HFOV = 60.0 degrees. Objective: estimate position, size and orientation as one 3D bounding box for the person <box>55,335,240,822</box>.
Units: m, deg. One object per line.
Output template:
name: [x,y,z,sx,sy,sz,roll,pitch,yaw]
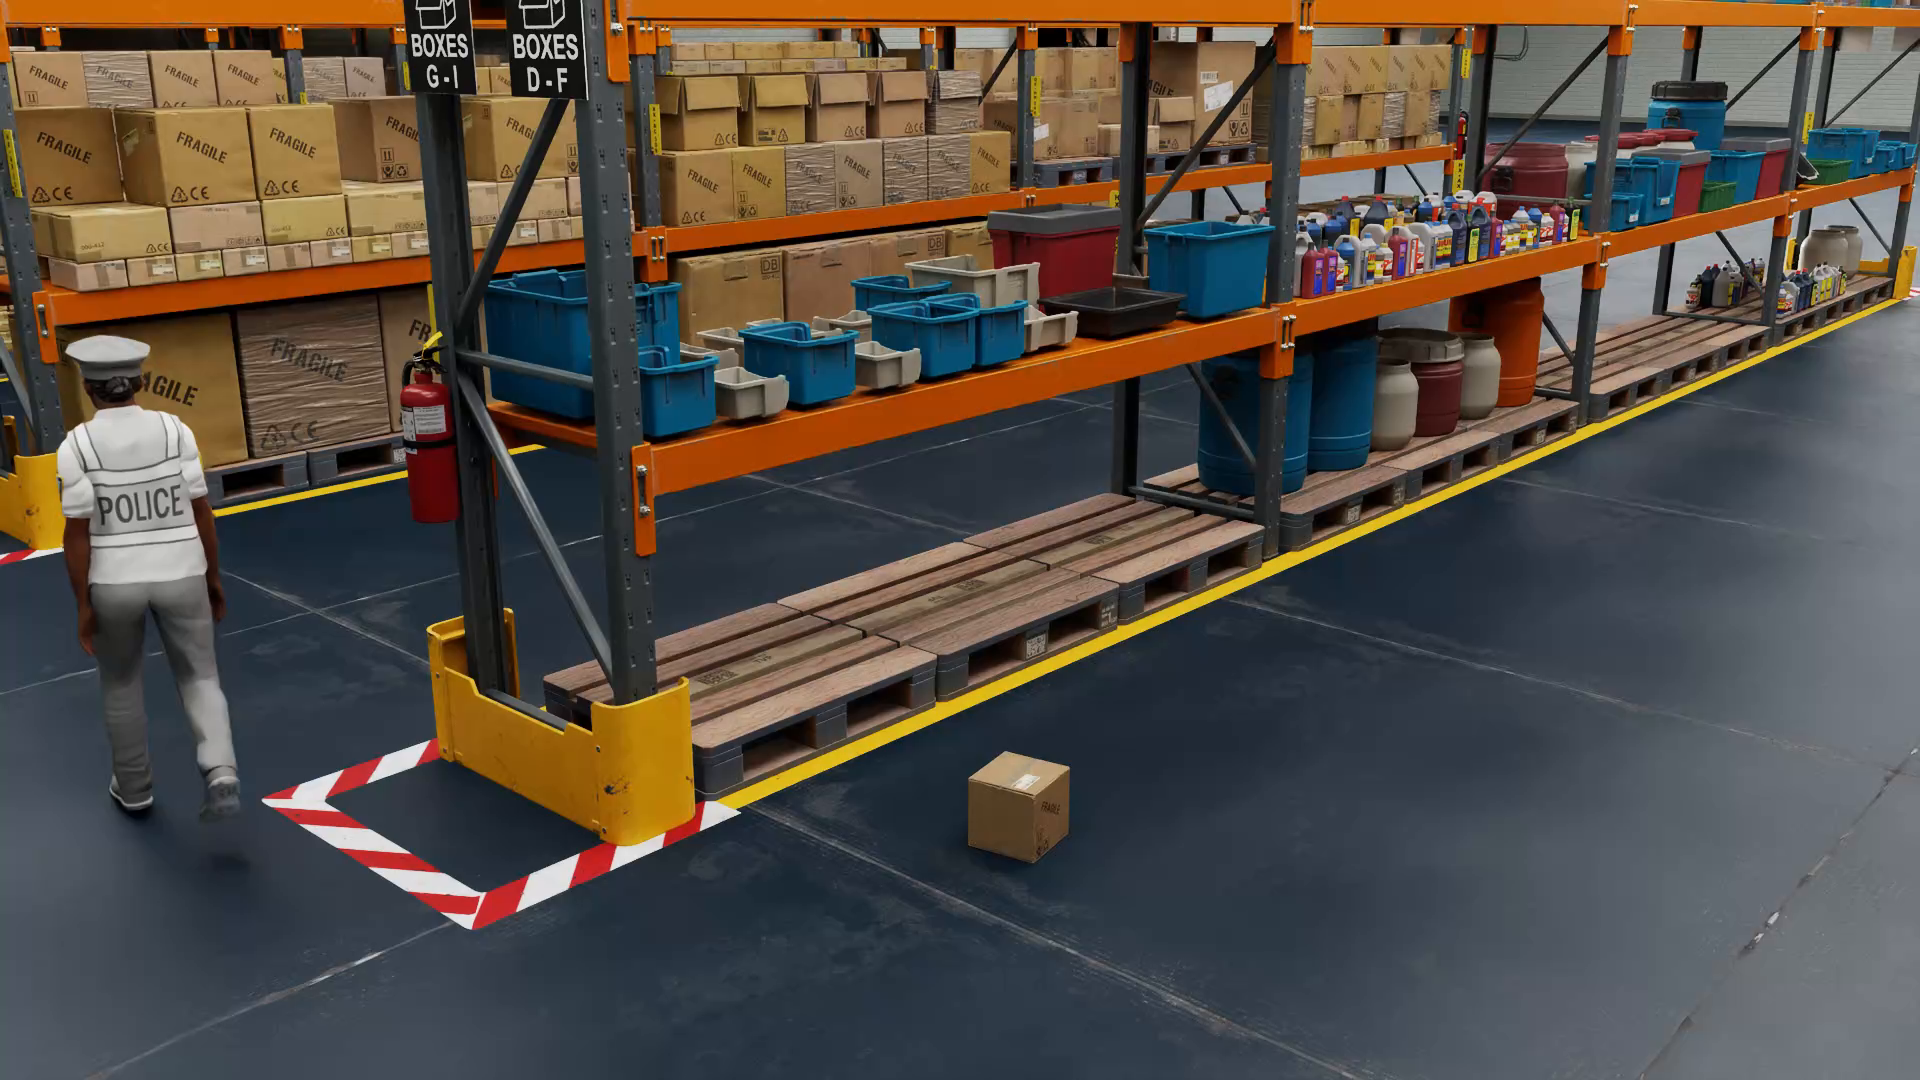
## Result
person: [-2.666,0.167,5.477,0.464,1.632,0.809,-10,20,-31]
